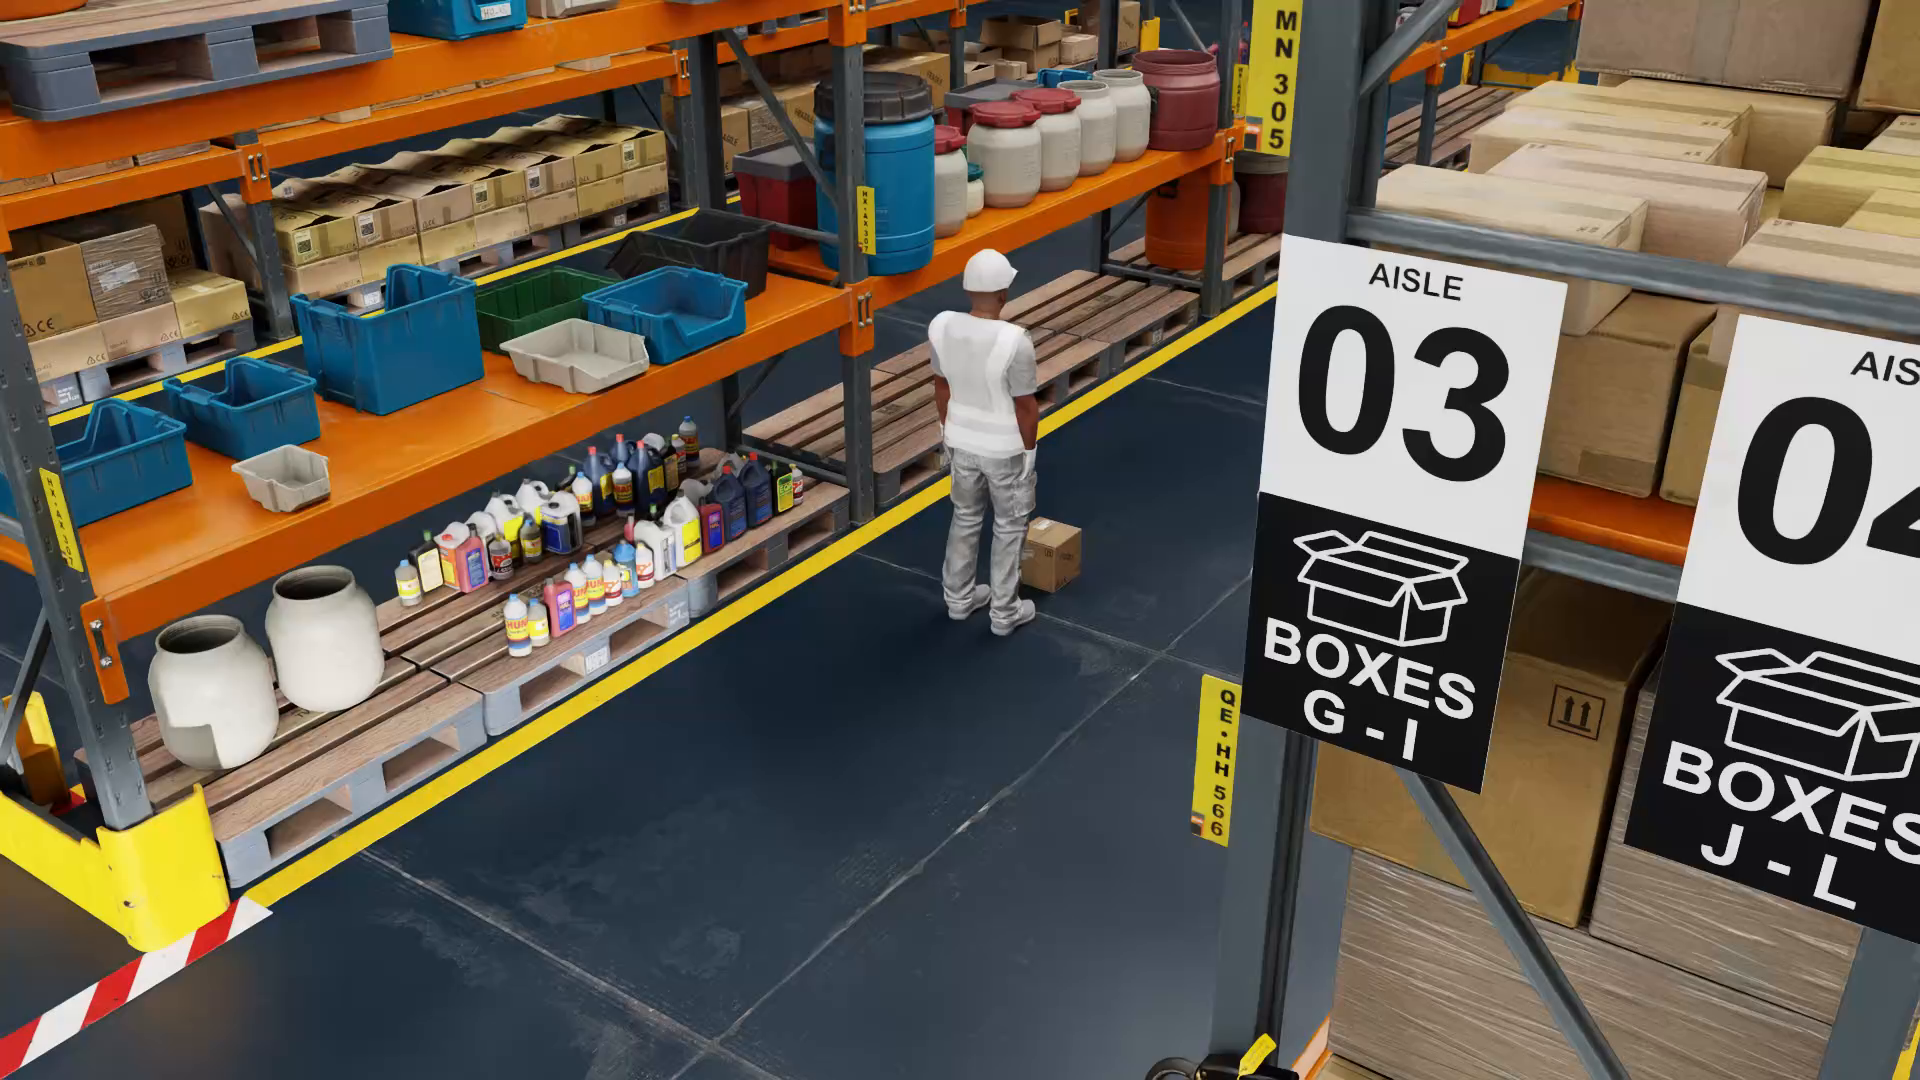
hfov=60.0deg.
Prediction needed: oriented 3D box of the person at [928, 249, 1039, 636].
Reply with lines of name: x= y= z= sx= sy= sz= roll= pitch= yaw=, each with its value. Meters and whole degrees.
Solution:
person: x=0.127 y=-0.438 z=7.463 sx=0.545 sy=1.782 sz=0.359 roll=18 pitch=32 yaw=32
